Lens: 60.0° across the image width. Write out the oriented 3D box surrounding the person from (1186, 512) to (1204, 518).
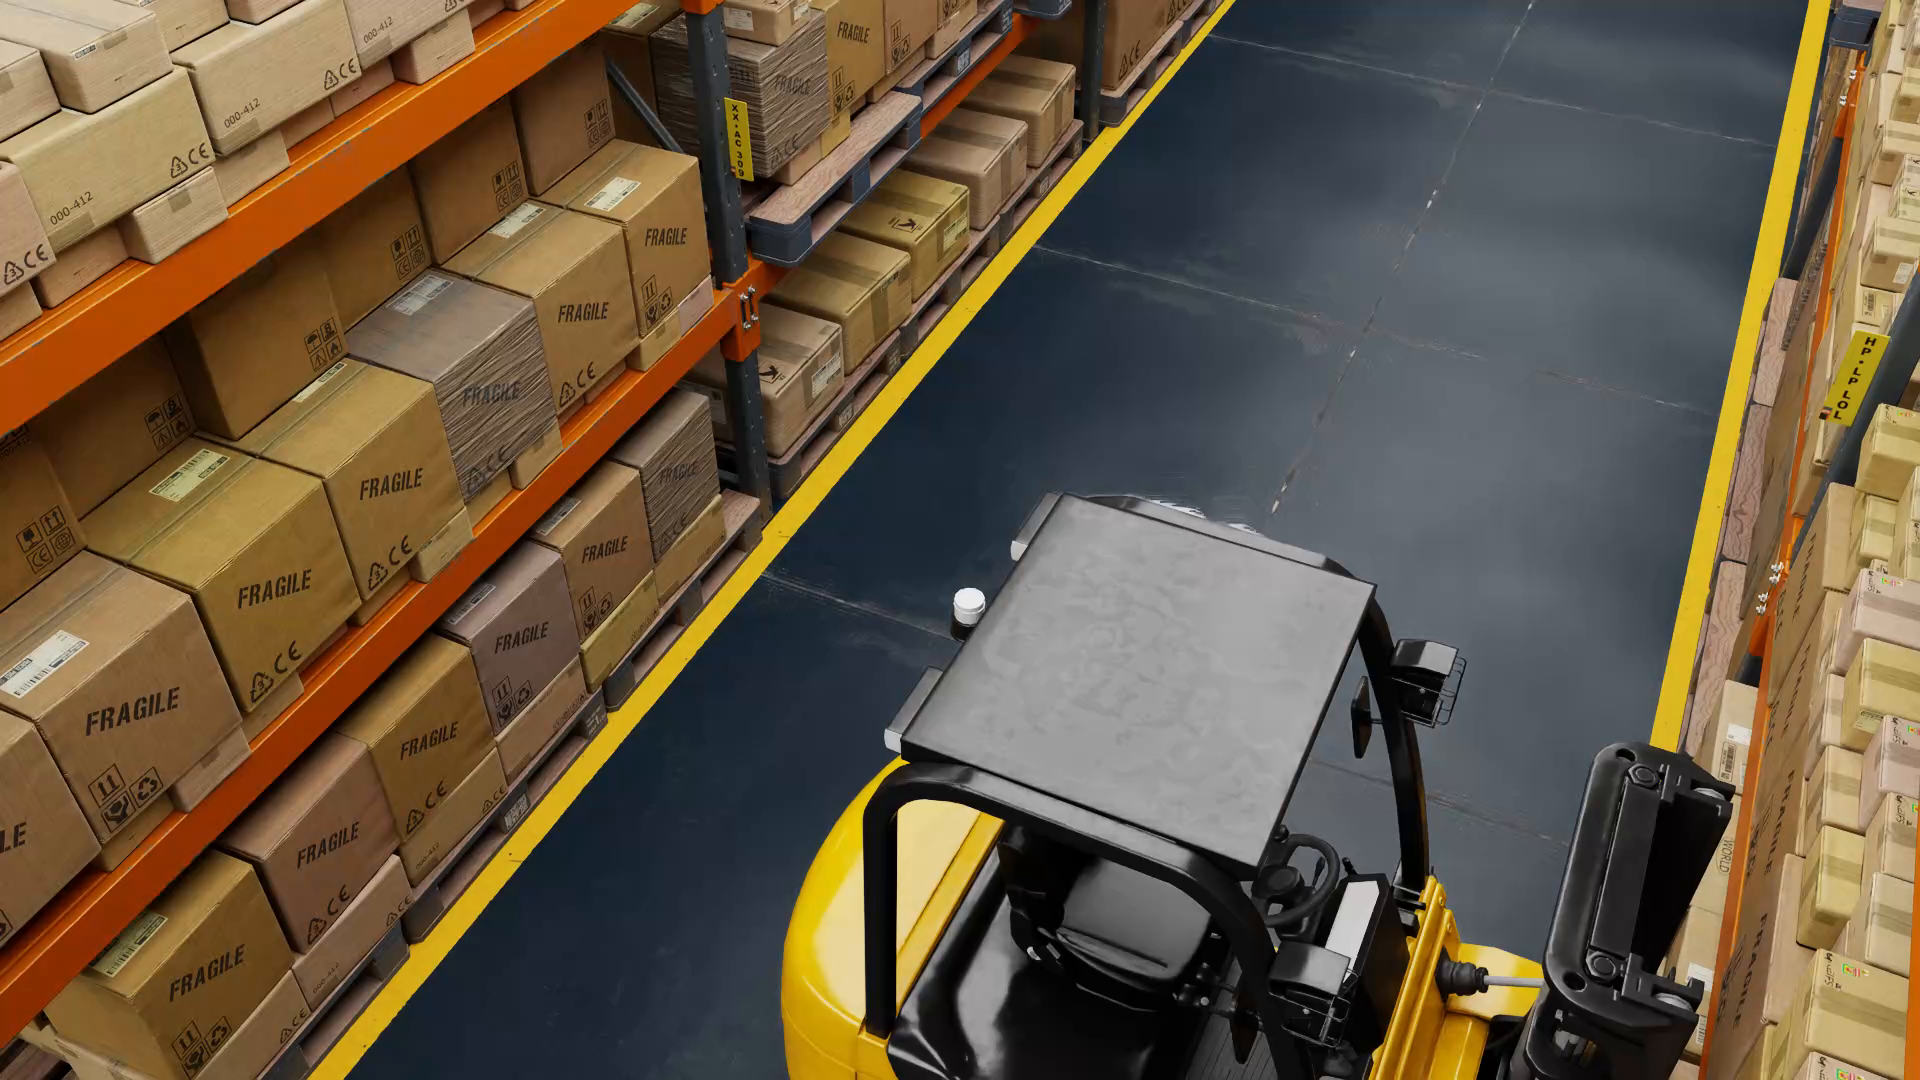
[{"bbox_3d":[0.749,0.239,6.674,0.962,0.833,0.552,16,44,18],"label":"person"}]
